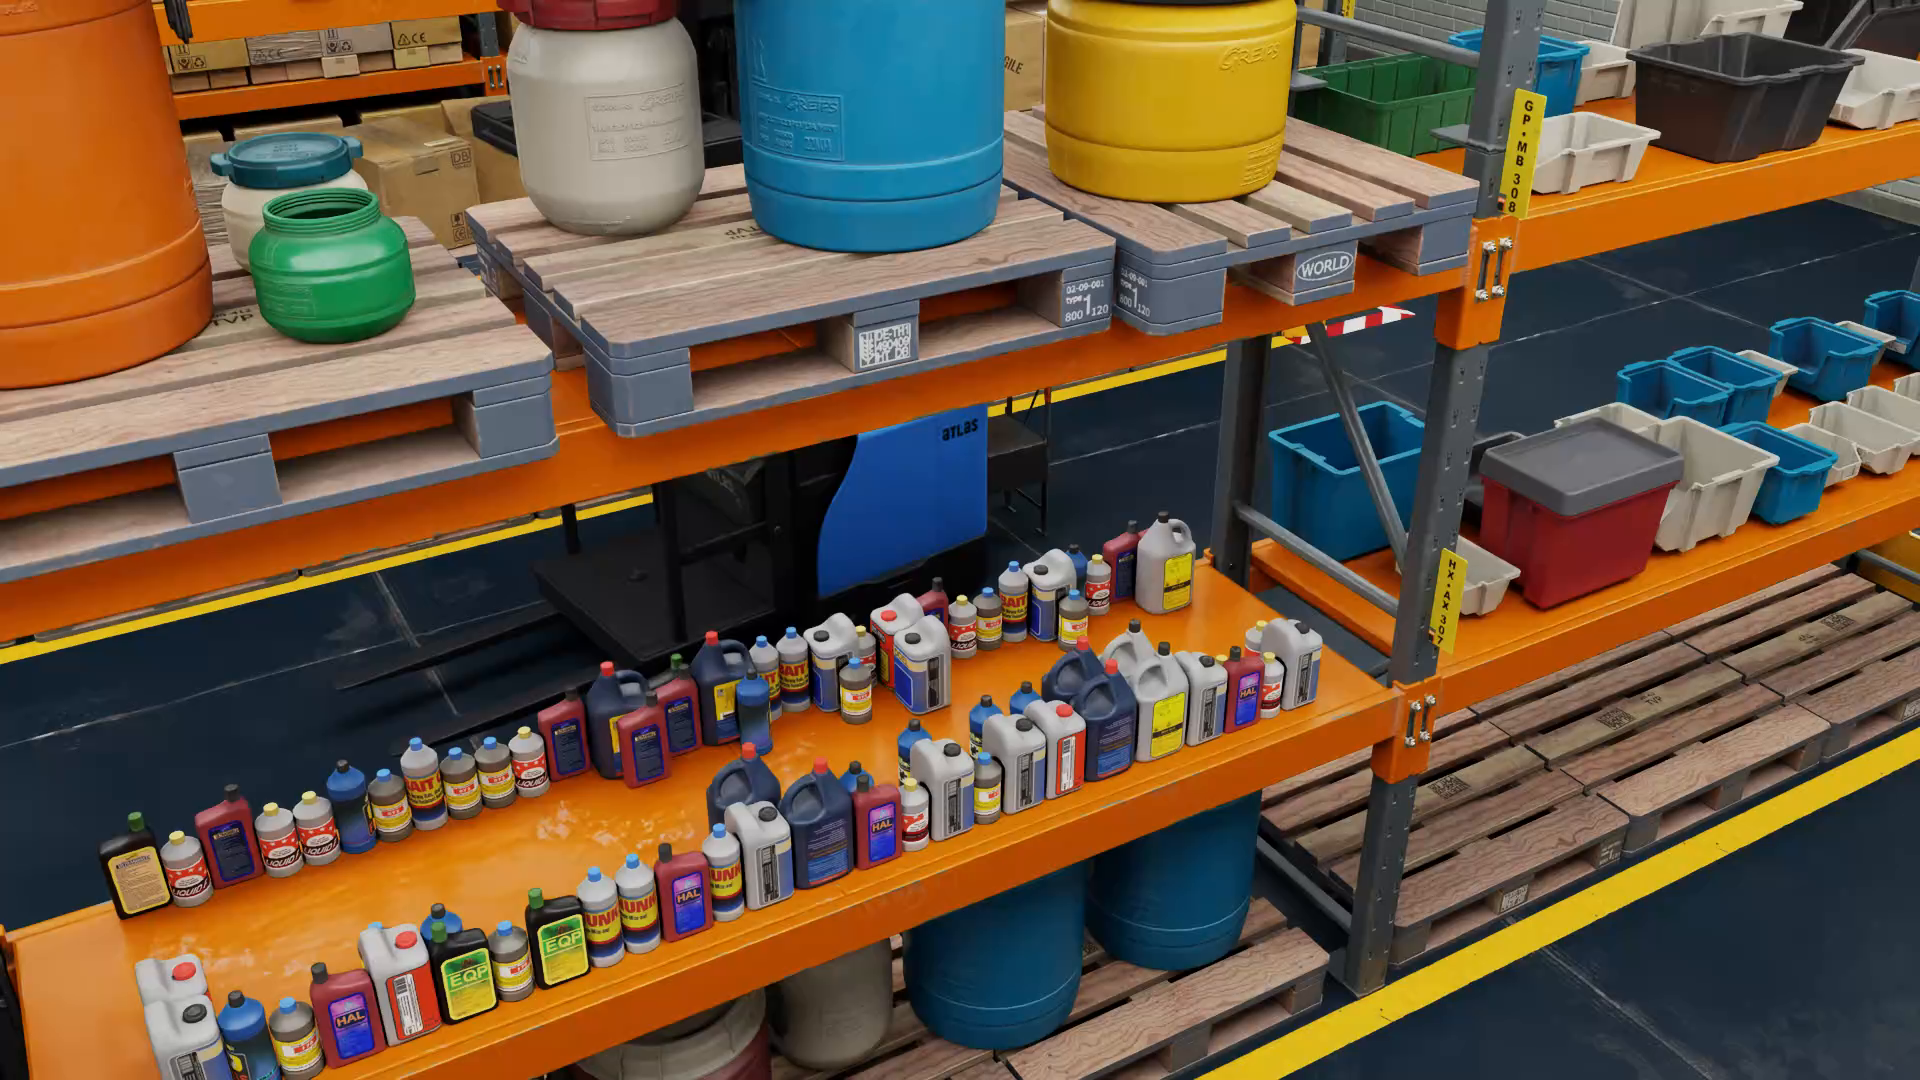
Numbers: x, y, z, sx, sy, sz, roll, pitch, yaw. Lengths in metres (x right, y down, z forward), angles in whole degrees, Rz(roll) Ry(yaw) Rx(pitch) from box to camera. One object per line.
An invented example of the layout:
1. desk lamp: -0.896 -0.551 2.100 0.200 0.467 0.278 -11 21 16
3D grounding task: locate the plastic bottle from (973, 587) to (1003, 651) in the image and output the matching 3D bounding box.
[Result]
1. plastic bottle: 0.090 0.249 5.400 0.097 0.201 0.097 0 29 0

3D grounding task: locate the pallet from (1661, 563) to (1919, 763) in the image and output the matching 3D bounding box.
1. pallet: 3.913 0.505 7.617 1.213 0.211 1.003 -16 33 -26

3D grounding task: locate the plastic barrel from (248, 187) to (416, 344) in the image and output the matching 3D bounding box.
1. plastic barrel: -1.223 -0.536 3.239 0.294 0.245 0.294 0 29 0

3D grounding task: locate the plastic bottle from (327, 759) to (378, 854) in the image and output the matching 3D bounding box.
1. plastic bottle: -1.645 0.711 4.490 0.097 0.271 0.097 0 29 0

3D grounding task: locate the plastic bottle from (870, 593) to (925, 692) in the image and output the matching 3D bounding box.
1. plastic bottle: -0.195 0.313 5.207 0.135 0.276 0.152 -16 33 -26

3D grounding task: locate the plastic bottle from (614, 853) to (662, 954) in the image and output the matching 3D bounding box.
1. plastic bottle: -0.806 0.898 4.151 0.097 0.271 0.097 0 29 0

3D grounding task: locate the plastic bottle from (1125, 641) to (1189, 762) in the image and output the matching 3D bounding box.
1. plastic bottle: 0.569 0.460 4.863 0.185 0.351 0.144 -16 33 -26

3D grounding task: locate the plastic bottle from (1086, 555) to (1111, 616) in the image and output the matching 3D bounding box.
1. plastic bottle: 0.458 0.145 5.589 0.097 0.201 0.097 0 29 0

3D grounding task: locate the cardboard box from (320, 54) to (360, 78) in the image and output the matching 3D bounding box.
1. cardboard box: -4.622 -3.543 12.304 0.250 0.149 0.380 -16 33 -26

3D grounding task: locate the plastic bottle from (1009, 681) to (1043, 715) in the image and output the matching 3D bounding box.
1. plastic bottle: 0.190 0.530 4.818 0.097 0.271 0.097 0 29 0

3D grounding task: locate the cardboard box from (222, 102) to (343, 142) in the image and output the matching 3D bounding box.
1. cardboard box: -5.083 -2.860 12.619 0.750 0.750 0.750 -15 32 -25

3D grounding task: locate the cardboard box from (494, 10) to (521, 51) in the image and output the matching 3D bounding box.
1. cardboard box: -3.348 -4.307 13.140 0.700 0.700 0.980 -15 32 -26

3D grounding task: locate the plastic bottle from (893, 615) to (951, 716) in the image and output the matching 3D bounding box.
1. plastic bottle: -0.118 0.376 5.092 0.135 0.276 0.152 -16 33 -26

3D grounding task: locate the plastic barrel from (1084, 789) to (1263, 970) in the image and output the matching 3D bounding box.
1. plastic barrel: 0.718 0.938 5.683 0.708 0.901 0.600 -16 33 -26

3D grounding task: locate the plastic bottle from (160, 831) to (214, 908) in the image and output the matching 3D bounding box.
1. plastic bottle: -2.012 0.846 4.318 0.097 0.201 0.097 0 29 0

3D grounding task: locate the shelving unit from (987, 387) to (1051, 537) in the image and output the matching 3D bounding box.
1. shelving unit: 0.143 -0.960 8.316 0.503 2.100 0.431 -16 33 -26

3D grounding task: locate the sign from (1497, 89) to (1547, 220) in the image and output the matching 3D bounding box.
1. sign: 1.472 -1.010 4.363 0.005 0.325 0.100 -16 33 -26

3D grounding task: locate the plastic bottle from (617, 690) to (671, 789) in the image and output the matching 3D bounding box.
1. plastic bottle: -0.903 0.566 4.741 0.133 0.283 0.061 -16 33 -26

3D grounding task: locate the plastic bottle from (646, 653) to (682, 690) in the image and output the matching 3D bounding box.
1. plastic bottle: -0.861 0.473 4.909 0.133 0.283 0.061 -16 33 -26

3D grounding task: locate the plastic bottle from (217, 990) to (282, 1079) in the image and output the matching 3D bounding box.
1. plastic bottle: -1.603 1.124 3.741 0.097 0.271 0.097 0 29 0

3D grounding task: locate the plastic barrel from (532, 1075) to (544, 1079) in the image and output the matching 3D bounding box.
1. plastic barrel: -1.399 1.659 4.779 0.421 0.512 0.421 0 29 0

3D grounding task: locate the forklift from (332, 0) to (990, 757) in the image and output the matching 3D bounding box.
1. forklift: -1.318 -0.799 7.165 3.031 2.935 1.130 -21 35 -33

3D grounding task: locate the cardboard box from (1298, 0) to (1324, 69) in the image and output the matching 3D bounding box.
1. cardboard box: 1.893 -3.224 10.350 0.500 0.500 0.500 -16 33 -27

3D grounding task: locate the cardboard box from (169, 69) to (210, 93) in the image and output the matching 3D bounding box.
1. cardboard box: -5.554 -3.334 11.925 0.250 0.149 0.380 -16 33 -26

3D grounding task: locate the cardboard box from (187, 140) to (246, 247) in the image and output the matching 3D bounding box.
1. cardboard box: -3.389 -1.581 7.972 0.500 0.500 0.700 -10 30 -17

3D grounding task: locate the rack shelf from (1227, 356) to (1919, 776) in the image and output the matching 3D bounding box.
1. rack shelf: 2.920 -0.097 6.567 4.000 0.370 1.077 -16 33 -26

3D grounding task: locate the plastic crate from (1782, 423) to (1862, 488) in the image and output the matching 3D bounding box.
1. plastic crate: 3.302 -0.314 6.426 0.250 0.136 0.298 -16 33 -26

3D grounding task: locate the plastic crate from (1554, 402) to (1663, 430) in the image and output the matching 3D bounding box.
1. plastic crate: 2.544 -0.385 6.554 0.466 0.136 0.293 -16 33 -26

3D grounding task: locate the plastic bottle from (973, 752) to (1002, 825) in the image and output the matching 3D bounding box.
1. plastic bottle: 0.067 0.681 4.617 0.097 0.201 0.097 0 29 0

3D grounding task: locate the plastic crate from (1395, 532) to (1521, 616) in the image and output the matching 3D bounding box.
1. plastic crate: 1.669 0.112 5.653 0.243 0.136 0.396 -16 33 -26

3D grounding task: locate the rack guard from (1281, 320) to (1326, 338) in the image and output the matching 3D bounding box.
1. rack guard: 2.072 -1.853 11.591 0.348 0.500 1.175 -16 33 -26

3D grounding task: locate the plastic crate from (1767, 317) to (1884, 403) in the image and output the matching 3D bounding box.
1. plastic crate: 3.697 -0.770 7.153 0.300 0.233 0.416 -16 33 -26

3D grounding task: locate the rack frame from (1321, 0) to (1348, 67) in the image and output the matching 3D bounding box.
1. rack frame: 2.138 -2.966 11.021 0.127 3.000 1.000 -16 33 -26

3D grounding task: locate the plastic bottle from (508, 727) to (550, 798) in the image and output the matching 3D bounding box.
1. plastic bottle: -1.226 0.623 4.723 0.097 0.201 0.097 0 29 0

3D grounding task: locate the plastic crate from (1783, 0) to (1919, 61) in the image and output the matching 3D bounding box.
1. plastic crate: 3.187 -1.929 6.100 0.767 0.338 0.504 -16 33 -26

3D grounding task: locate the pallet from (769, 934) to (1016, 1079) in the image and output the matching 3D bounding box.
1. pallet: -0.544 1.770 5.324 1.213 0.211 1.003 -16 33 -26

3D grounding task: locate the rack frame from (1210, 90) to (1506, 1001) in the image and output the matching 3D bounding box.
1. rack frame: 1.195 0.077 5.506 0.127 3.000 1.000 -16 33 -26

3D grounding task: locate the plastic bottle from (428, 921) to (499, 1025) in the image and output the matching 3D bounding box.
1. plastic bottle: -1.179 1.009 3.938 0.133 0.283 0.061 -16 33 -26

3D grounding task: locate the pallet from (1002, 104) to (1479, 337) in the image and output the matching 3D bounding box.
1. pallet: 0.569 -0.921 4.405 1.003 0.211 1.213 -16 33 -26

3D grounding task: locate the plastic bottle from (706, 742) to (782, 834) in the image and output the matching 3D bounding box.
1. plastic bottle: -0.574 0.699 4.429 0.185 0.351 0.144 -16 33 -26

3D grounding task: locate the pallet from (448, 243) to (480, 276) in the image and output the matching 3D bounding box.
1. pallet: -3.085 -1.402 8.385 1.213 0.211 1.003 -16 33 -26

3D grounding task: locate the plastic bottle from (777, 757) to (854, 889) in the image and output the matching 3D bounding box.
1. plastic bottle: -0.381 0.730 4.374 0.185 0.351 0.144 -16 33 -26

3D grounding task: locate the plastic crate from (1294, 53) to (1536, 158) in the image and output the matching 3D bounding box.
1. plastic crate: 1.407 -1.373 5.248 0.662 0.188 0.450 -16 33 -26

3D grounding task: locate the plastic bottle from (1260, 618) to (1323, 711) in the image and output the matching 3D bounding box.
1. plastic bottle: 1.019 0.363 5.117 0.135 0.276 0.152 -16 33 -26

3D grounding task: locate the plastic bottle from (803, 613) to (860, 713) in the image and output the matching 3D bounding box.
1. plastic bottle: -0.395 0.370 5.104 0.135 0.276 0.152 -16 33 -26

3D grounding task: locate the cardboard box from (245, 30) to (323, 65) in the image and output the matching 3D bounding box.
1. cardboard box: -4.966 -3.766 12.038 0.500 0.500 0.500 -16 33 -26
